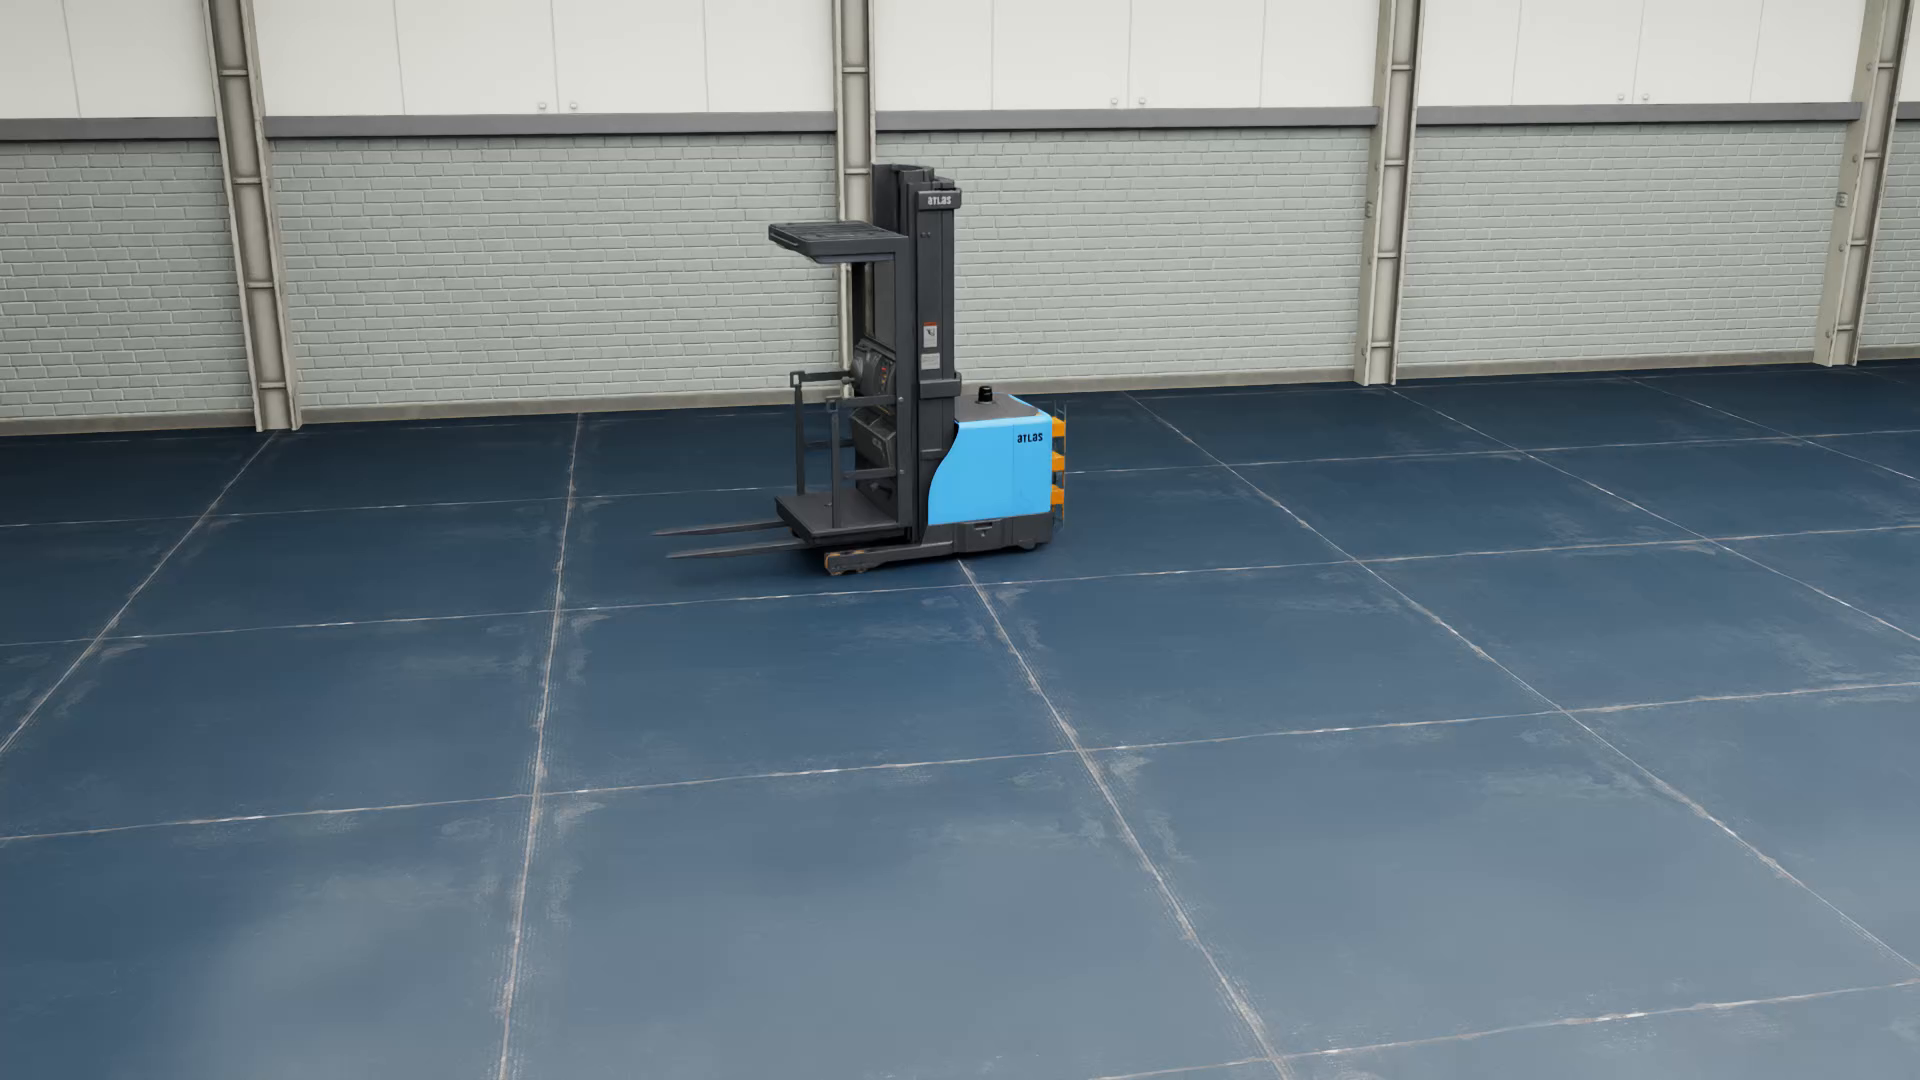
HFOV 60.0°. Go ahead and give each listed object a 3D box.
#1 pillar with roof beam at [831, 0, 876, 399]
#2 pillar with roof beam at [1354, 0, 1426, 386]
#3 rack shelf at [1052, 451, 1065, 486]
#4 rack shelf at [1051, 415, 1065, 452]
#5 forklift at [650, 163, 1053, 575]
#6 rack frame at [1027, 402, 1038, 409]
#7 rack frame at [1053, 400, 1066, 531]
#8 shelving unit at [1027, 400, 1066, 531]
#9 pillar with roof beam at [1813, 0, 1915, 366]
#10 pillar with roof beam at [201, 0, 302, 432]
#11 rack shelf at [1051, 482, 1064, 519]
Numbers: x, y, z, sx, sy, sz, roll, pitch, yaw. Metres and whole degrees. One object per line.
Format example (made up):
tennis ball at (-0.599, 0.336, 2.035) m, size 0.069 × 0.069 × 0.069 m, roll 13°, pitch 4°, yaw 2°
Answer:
pillar with roof beam at (-0.278, -4.551, 12.803) m, size 0.400 × 9.000 × 9.100 m, roll -3°, pitch 17°, yaw -10°
pillar with roof beam at (5.613, -4.885, 13.891) m, size 0.400 × 9.000 × 9.100 m, roll -3°, pitch 17°, yaw -10°
rack shelf at (0.692, -0.577, 13.440) m, size 0.240 × 0.259 × 0.215 m, roll -6°, pitch 18°, yaw -20°
rack shelf at (0.692, -0.849, 13.356) m, size 0.240 × 0.259 × 0.215 m, roll -6°, pitch 18°, yaw -20°
forklift at (-0.844, -1.312, 12.590) m, size 3.031 × 2.935 × 1.130 m, roll -6°, pitch 18°, yaw -20°
rack frame at (0.578, -0.575, 13.395) m, size 0.008 × 1.050 × 0.200 m, roll -6°, pitch 18°, yaw -20°
rack frame at (0.806, -0.600, 13.478) m, size 0.008 × 1.050 × 0.200 m, roll -6°, pitch 18°, yaw -20°
shelving unit at (0.692, -0.588, 13.437) m, size 0.252 × 1.050 × 0.215 m, roll -6°, pitch 18°, yaw -20°
pillar with roof beam at (11.504, -5.220, 14.979) m, size 0.400 × 9.000 × 9.100 m, roll -3°, pitch 17°, yaw -10°
pillar with roof beam at (-6.169, -4.217, 11.715) m, size 0.400 × 9.000 × 9.100 m, roll -3°, pitch 17°, yaw -10°
rack shelf at (0.692, -0.312, 13.521) m, size 0.240 × 0.259 × 0.215 m, roll -6°, pitch 18°, yaw -20°
